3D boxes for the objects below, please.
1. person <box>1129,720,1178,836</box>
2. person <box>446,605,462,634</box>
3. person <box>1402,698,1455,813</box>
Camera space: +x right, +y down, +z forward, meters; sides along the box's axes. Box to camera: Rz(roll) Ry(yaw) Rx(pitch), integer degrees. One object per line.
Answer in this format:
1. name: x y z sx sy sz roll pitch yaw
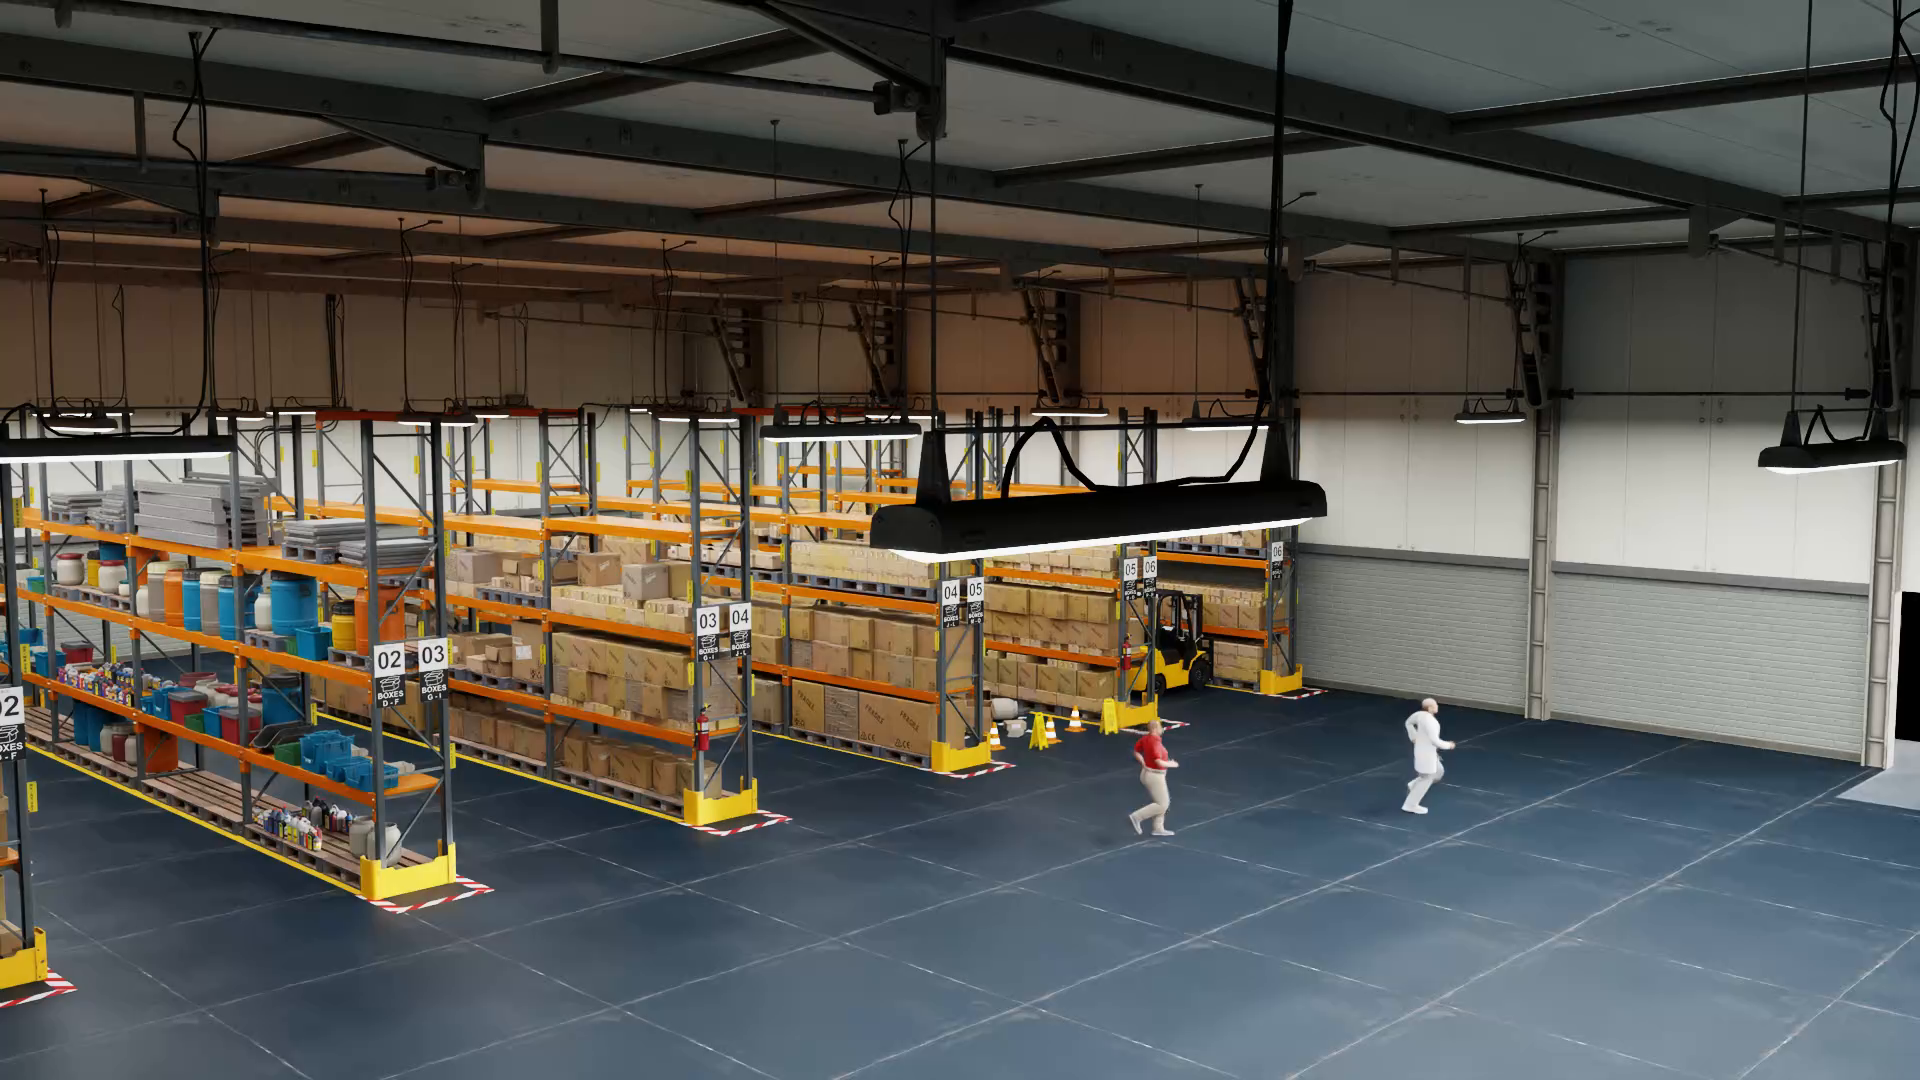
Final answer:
1. person: 2.717 3.392 23.643 0.741 1.691 0.668 -1 5 -16
2. person: -11.223 2.290 36.589 0.693 1.610 0.671 -4 6 -38
3. person: 7.073 3.340 25.145 0.766 1.539 0.741 0 5 1
